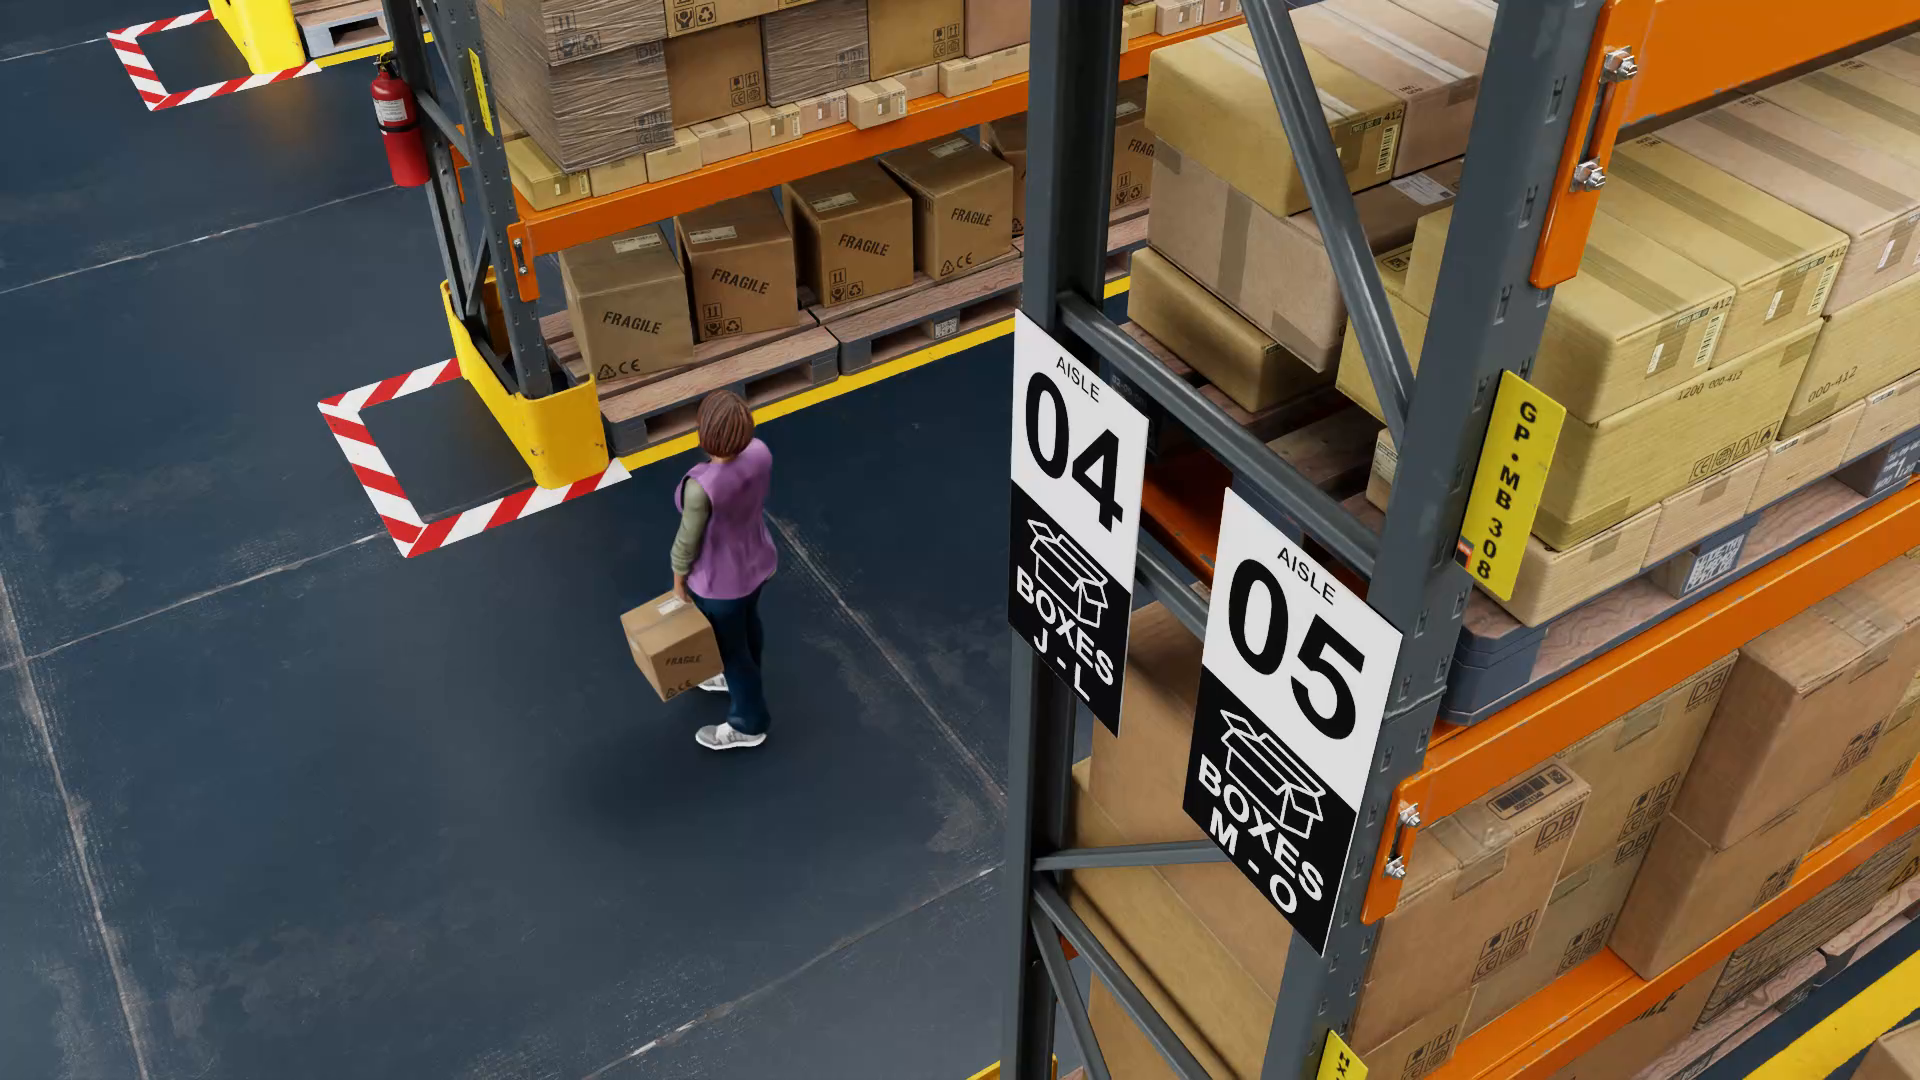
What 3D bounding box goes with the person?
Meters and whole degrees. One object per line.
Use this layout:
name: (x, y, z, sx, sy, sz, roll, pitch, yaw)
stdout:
person: (-0.901, 0.181, 6.107, 0.472, 1.377, 0.377, 20, 45, 22)
